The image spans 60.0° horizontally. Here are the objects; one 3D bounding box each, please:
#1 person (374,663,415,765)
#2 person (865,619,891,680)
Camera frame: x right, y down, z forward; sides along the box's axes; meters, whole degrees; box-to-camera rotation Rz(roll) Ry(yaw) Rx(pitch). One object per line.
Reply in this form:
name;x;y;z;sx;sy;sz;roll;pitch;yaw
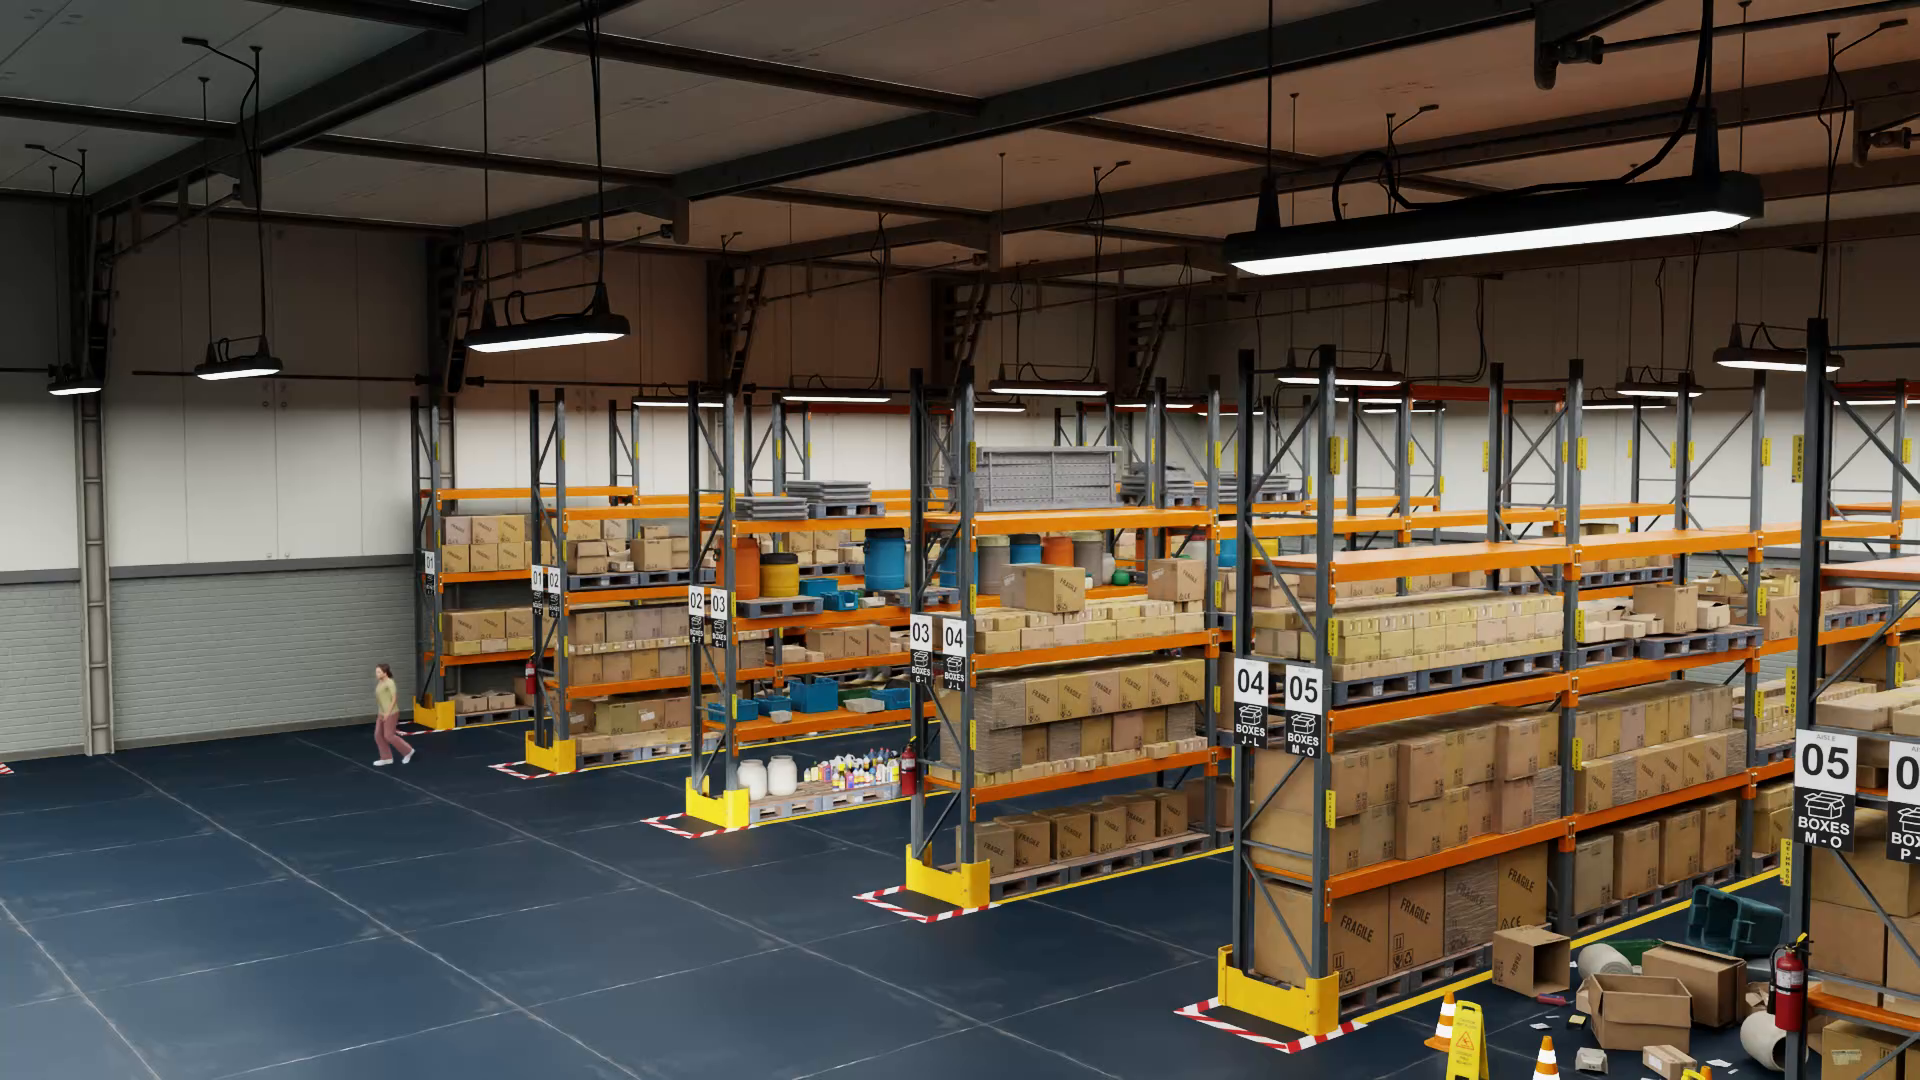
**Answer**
person;-9.078;2.780;26.657;0.591;1.657;0.518;-3;5;-43
person;-1.704;2.313;33.309;0.518;1.779;0.566;-2;4;-28
